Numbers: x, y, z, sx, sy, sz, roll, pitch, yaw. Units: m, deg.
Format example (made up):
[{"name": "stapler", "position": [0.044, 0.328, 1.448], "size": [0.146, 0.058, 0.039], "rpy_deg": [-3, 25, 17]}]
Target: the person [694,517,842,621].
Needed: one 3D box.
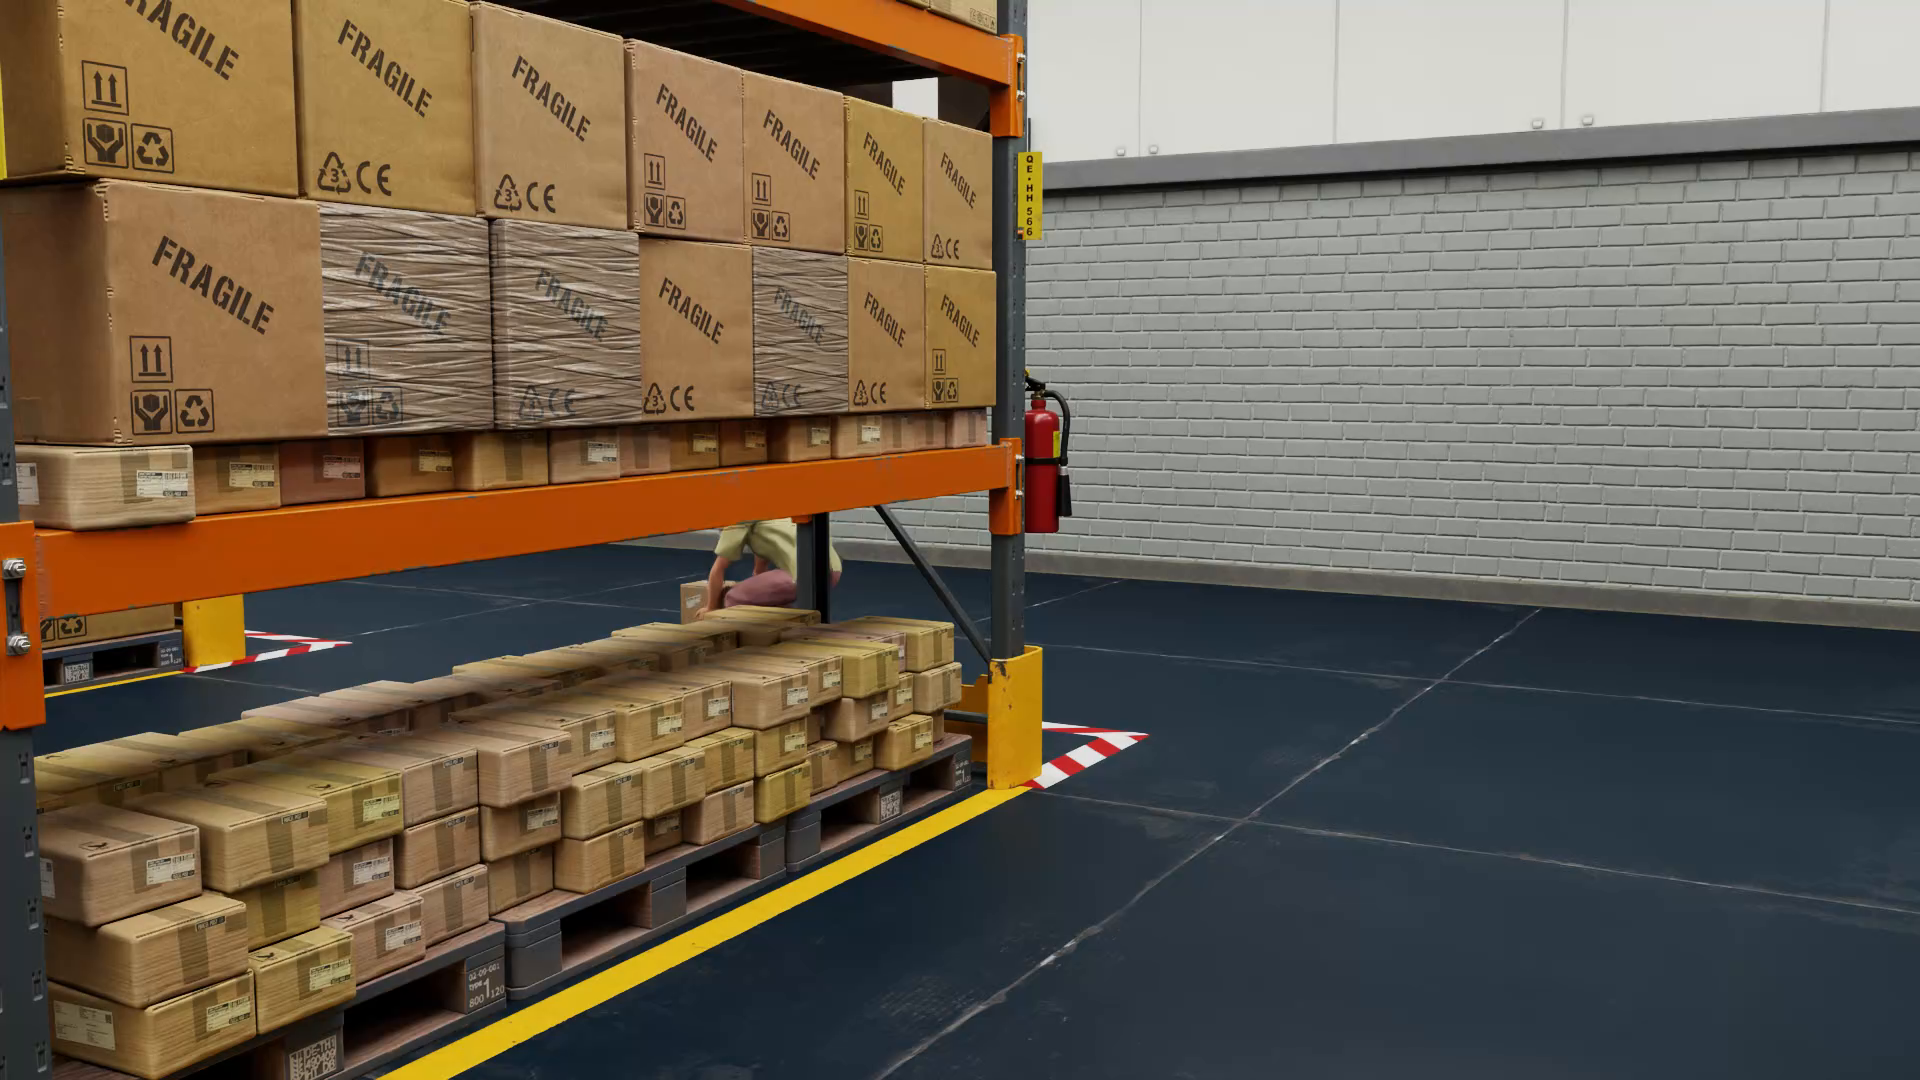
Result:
[{"name": "person", "position": [-0.999, 0.191, 8.621], "size": [0.764, 1.028, 0.490], "rpy_deg": [3, 7, 28]}]
